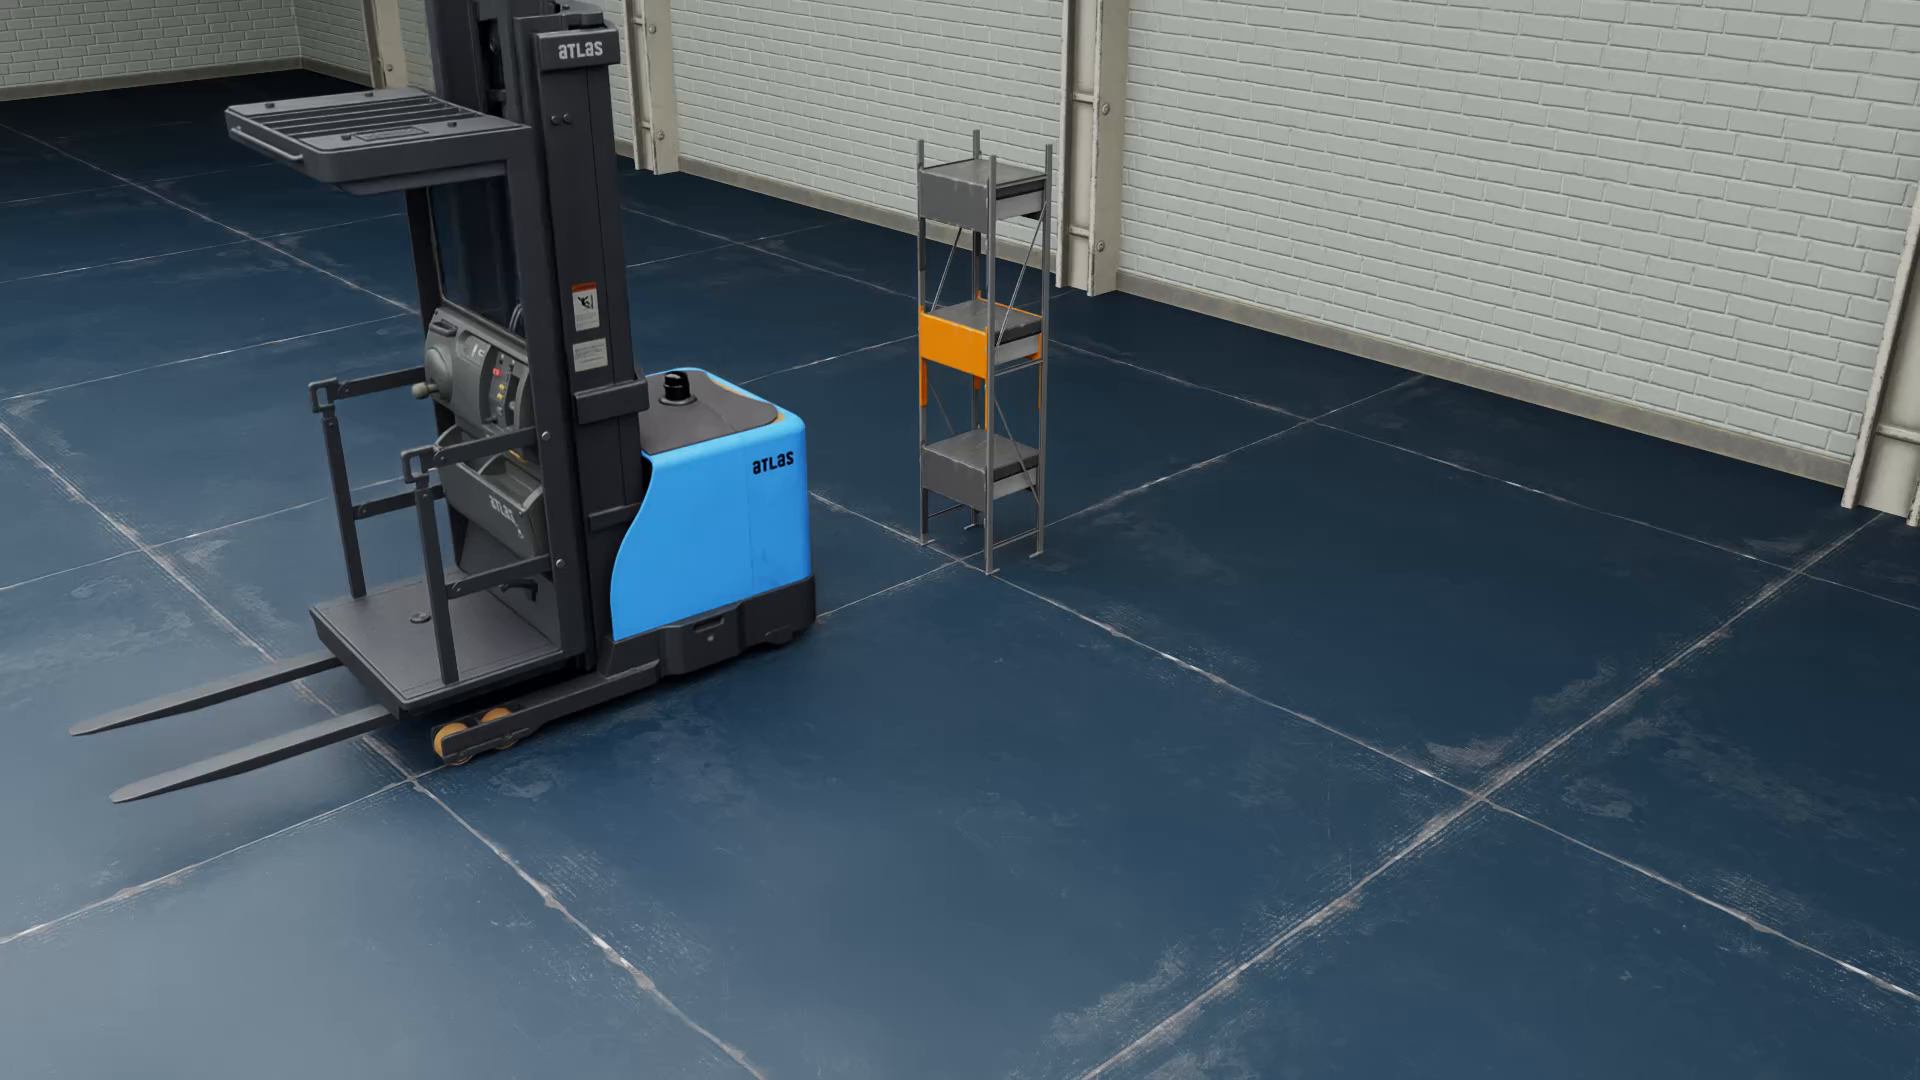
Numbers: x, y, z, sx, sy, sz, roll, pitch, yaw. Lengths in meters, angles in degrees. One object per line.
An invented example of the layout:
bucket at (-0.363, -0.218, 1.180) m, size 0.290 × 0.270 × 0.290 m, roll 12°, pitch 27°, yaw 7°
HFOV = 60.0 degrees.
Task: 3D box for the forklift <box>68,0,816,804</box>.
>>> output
forklift at (-2.137, -0.668, 6.682) m, size 3.031 × 2.935 × 1.130 m, roll -18°, pitch 30°, yaw -35°

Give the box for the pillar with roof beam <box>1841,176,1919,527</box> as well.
pillar with roof beam at (1.957, -3.046, 4.584) m, size 9.100 × 9.000 × 0.400 m, roll -21°, pitch 32°, yaw -38°

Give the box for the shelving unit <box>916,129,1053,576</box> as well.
shelving unit at (0.113, -0.905, 8.204) m, size 0.431 × 2.100 × 0.503 m, roll -21°, pitch 32°, yaw -38°

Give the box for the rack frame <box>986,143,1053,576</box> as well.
rack frame at (0.280, -0.831, 8.042) m, size 0.400 × 2.100 × 0.015 m, roll -21°, pitch 32°, yaw -38°

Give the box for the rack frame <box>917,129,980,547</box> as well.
rack frame at (-0.054, -0.979, 8.366) m, size 0.400 × 2.100 × 0.015 m, roll -21°, pitch 32°, yaw -38°

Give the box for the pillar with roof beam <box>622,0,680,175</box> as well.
pillar with roof beam at (-6.244, -6.681, 12.553) m, size 9.100 × 9.000 × 0.400 m, roll -21°, pitch 32°, yaw -38°

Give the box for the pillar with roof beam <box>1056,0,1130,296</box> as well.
pillar with roof beam at (-2.143, -4.863, 8.569) m, size 9.100 × 9.000 × 0.400 m, roll -21°, pitch 32°, yaw -38°

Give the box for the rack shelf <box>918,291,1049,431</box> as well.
rack shelf at (0.113, -0.893, 8.210) m, size 0.431 × 0.518 × 0.480 m, roll -21°, pitch 32°, yaw -38°

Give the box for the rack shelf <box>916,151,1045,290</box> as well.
rack shelf at (0.113, -1.530, 7.919) m, size 0.431 × 0.518 × 0.480 m, roll -21°, pitch 32°, yaw -38°

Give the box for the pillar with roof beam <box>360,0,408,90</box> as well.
pillar with roof beam at (-10.345, -8.499, 16.538) m, size 9.100 × 9.000 × 0.400 m, roll -21°, pitch 32°, yaw -38°

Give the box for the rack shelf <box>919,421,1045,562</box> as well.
rack shelf at (0.113, -0.256, 8.500) m, size 0.431 × 0.518 × 0.480 m, roll -21°, pitch 32°, yaw -38°
